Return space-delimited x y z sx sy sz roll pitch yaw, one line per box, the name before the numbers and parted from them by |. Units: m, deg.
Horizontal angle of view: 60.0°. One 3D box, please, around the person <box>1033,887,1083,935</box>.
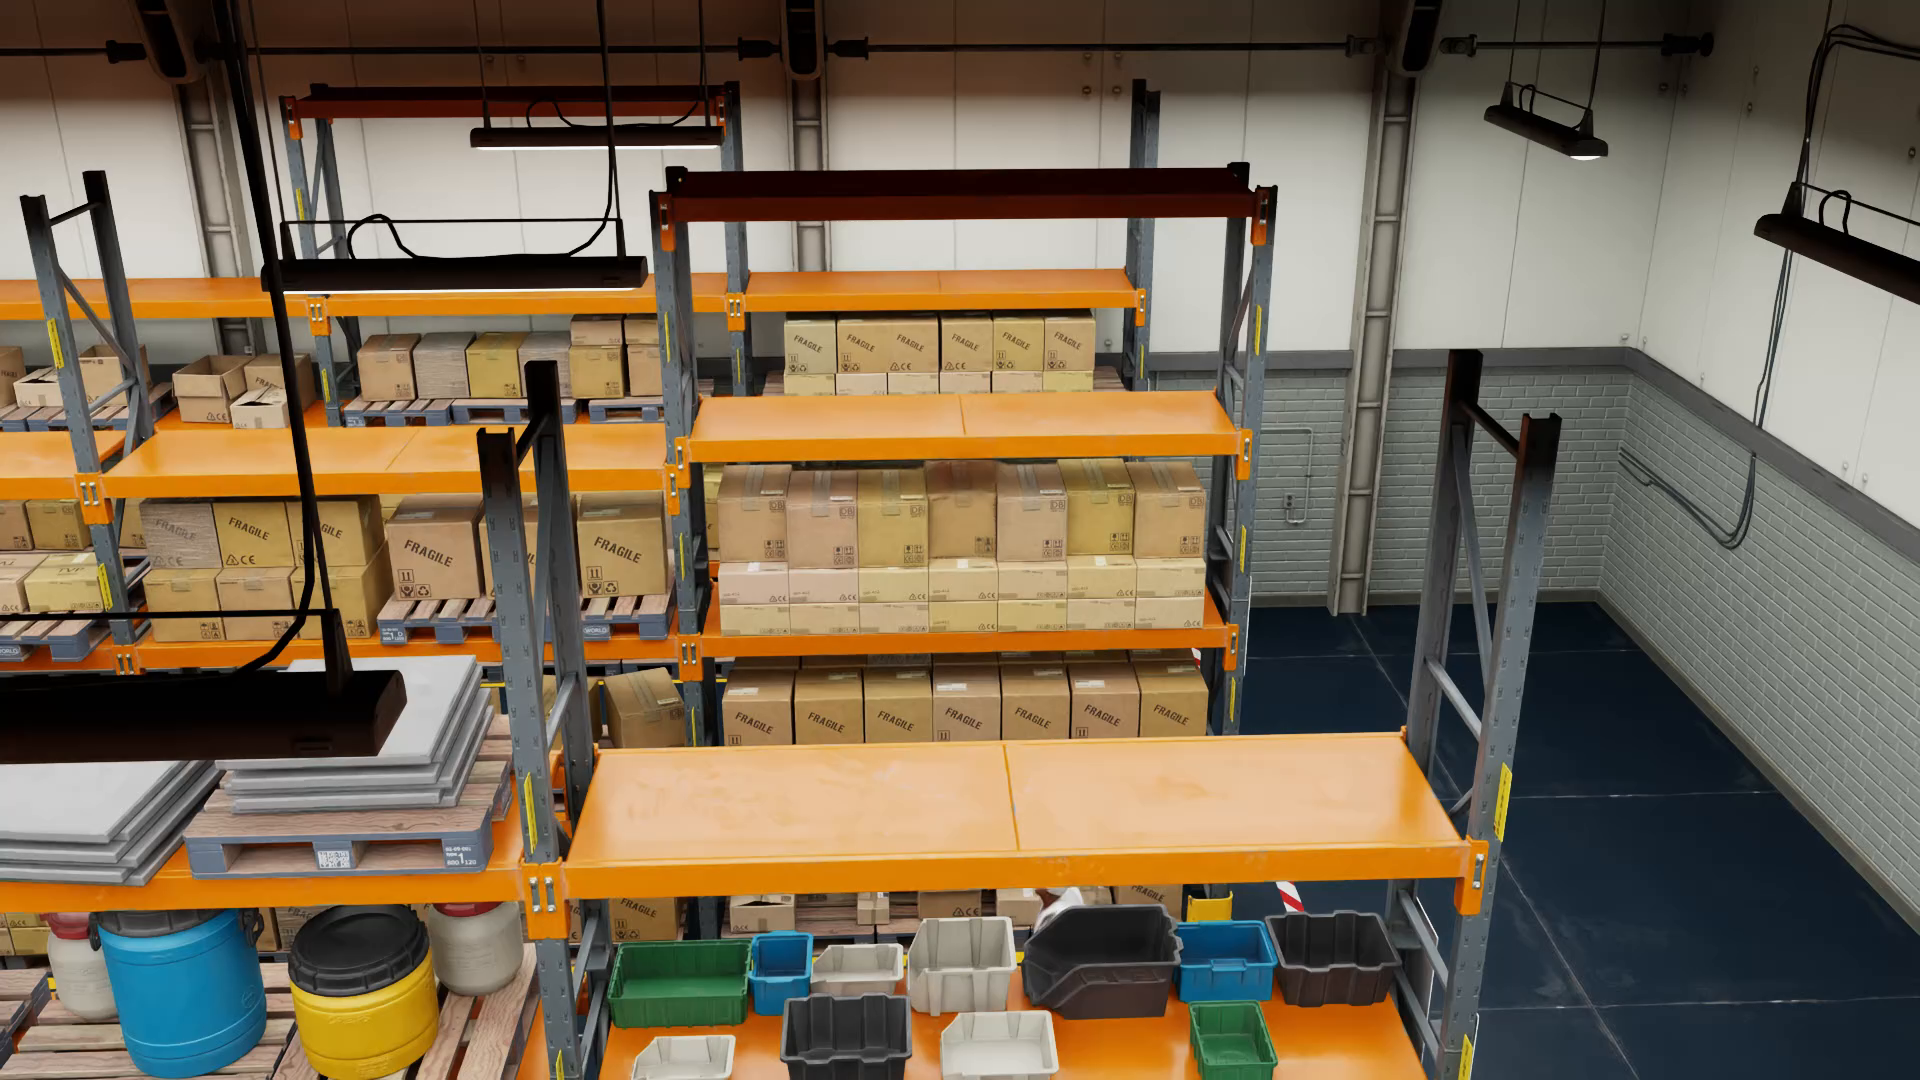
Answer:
person | 0.750 2.990 11.560 0.633 1.688 0.727 3 22 6
